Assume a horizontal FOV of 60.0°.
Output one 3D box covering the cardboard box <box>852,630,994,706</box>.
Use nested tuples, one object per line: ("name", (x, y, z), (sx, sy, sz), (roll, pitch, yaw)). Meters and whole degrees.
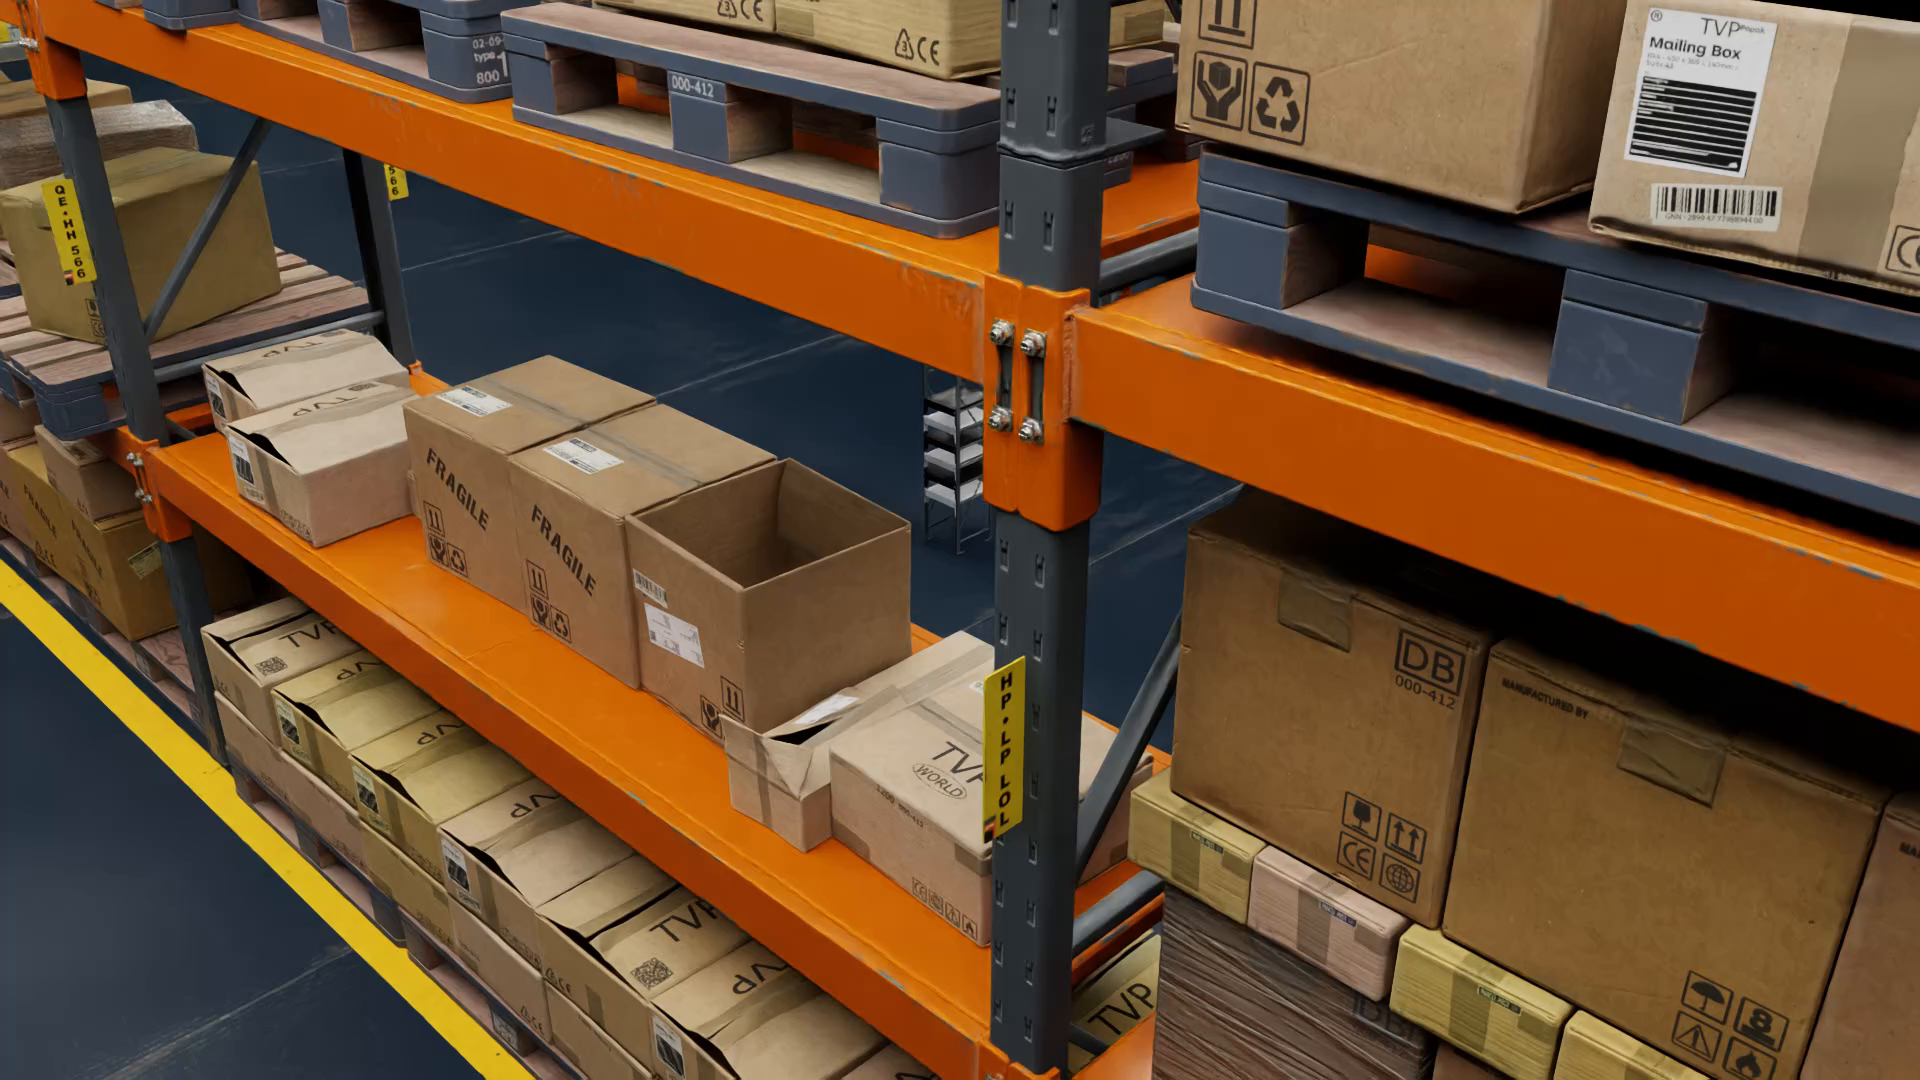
("cardboard box", (-0.041, 0.393, 4.050), (0.250, 0.149, 0.380), (25, 36, 38))

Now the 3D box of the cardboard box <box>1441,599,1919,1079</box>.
("cardboard box", (1.129, 0.327, 2.403), (0.500, 0.500, 0.700), (24, 36, 38))

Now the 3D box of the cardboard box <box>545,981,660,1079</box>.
("cardboard box", (-0.776, 1.298, 4.561), (0.500, 0.250, 0.500), (-24, 36, -38))

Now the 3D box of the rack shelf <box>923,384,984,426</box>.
("rack shelf", (-0.006, -0.610, 7.435), (0.200, 0.077, 0.258), (25, 36, 38))

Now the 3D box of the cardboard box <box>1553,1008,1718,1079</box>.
("cardboard box", (1.055, 0.710, 2.373), (0.250, 0.149, 0.380), (24, 36, 38))

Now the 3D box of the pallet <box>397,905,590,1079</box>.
("pallet", (-0.980, 1.247, 5.151), (1.213, 0.211, 1.003), (25, 36, 38))

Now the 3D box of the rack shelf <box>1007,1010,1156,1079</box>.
("rack shelf", (1.873, 1.610, 2.239), (4.000, 0.370, 1.077), (25, 36, 38))

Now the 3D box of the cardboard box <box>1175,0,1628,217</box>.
("cardboard box", (0.621, -0.729, 1.982), (0.500, 0.500, 0.500), (-22, 35, -35))

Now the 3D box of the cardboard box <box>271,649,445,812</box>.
("cardboard box", (-1.857, 0.553, 5.375), (0.500, 0.311, 0.500), (24, 36, 37))

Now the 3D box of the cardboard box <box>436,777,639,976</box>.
("cardboard box", (-1.128, 0.888, 4.739), (0.500, 0.311, 0.500), (24, 36, 38))

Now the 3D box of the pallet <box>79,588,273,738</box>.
("pallet", (-2.911, 0.311, 6.931), (1.213, 0.211, 1.003), (25, 36, 38))

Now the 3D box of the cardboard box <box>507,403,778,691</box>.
("cardboard box", (-0.822, 0.003, 4.414), (0.500, 0.500, 0.500), (25, 36, 38))

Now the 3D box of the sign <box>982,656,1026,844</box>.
("sign", (0.074, 0.344, 2.713), (0.005, 0.325, 0.100), (25, 36, 38))

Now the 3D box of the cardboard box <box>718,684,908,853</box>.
("cardboard box", (-0.309, 0.472, 3.774), (0.258, 0.266, 0.396), (24, 36, 37))

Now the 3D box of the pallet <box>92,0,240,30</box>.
("pallet", (-1.859, -1.719, 4.776), (1.213, 0.211, 1.003), (-23, 36, -37))

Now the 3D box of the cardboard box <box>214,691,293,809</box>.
("cardboard box", (-2.238, 0.633, 5.827), (0.500, 0.250, 0.500), (24, 36, 38))

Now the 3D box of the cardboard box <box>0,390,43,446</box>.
("cardboard box", (-4.012, -0.664, 7.196), (0.500, 0.250, 0.500), (24, 36, 37))

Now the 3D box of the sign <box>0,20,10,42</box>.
("sign", (-4.871, -2.670, 8.360), (0.005, 0.325, 0.100), (25, 36, 38))

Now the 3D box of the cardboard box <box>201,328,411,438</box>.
("cardboard box", (-2.176, -0.494, 5.562), (0.500, 0.311, 0.500), (-23, 35, -36))

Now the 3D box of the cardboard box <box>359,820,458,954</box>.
("cardboard box", (-1.504, 0.964, 5.196), (0.500, 0.250, 0.500), (23, 36, 37))

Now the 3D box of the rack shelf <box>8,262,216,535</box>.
("rack shelf", (-3.831, -1.001, 7.203), (4.000, 0.370, 1.077), (25, 36, 38))

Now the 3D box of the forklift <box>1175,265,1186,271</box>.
("forklift", (2.433, -3.575, 11.400), (1.130, 2.935, 3.031), (13, 30, 23))

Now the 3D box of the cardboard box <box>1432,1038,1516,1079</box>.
("cardboard box", (1.149, 0.907, 2.695), (0.500, 0.500, 0.700), (24, 36, 38))

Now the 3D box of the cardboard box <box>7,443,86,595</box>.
("cardboard box", (-3.605, -0.151, 7.028), (0.500, 0.500, 0.500), (23, 35, 37))

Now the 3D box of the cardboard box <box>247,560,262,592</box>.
("cardboard box", (-2.907, -0.167, 7.058), (0.500, 0.500, 0.500), (23, 35, 37))

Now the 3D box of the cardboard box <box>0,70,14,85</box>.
("cardboard box", (-4.542, -1.770, 7.334), (0.700, 0.500, 0.500), (-19, 33, -32))

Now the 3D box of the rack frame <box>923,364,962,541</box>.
("rack frame", (-0.078, -0.434, 7.609), (0.006, 0.900, 0.240), (25, 36, 38))

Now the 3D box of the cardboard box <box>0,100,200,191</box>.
("cardboard box", (-3.452, -1.427, 6.681), (0.700, 0.500, 0.500), (-18, 33, -30))

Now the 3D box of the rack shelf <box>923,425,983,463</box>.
("rack shelf", (-0.006, -0.451, 7.519), (0.200, 0.077, 0.258), (25, 36, 38))

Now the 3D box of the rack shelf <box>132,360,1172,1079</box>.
("rack shelf", (-0.979, 0.304, 4.721), (4.000, 0.370, 1.077), (25, 36, 38))

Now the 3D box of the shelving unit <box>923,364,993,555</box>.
("shelving unit", (-0.006, -0.401, 7.546), (0.210, 0.900, 0.258), (25, 36, 38))

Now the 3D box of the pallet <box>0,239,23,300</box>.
("pallet", (-3.795, -1.215, 7.043), (1.213, 0.211, 1.003), (25, 36, 38))

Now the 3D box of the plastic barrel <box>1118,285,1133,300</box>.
("plastic barrel", (0.709, -1.689, 9.619), (0.708, 0.830, 0.600), (25, 36, 38))

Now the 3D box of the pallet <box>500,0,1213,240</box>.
("pallet", (-0.191, -0.888, 3.198), (1.217, 0.209, 0.805), (23, 35, 36))

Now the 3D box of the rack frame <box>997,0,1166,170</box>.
("rack frame", (0.447, -2.017, 1.916), (0.127, 3.000, 1.000), (25, 36, 38))

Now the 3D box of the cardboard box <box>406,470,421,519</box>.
("cardboard box", (-1.456, -0.158, 5.097), (0.380, 0.149, 0.250), (-22, 35, -36))

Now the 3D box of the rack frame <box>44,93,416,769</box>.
("rack frame", (-2.405, -0.667, 5.795), (0.127, 3.000, 1.000), (25, 36, 38))

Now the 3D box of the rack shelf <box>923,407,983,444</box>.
("rack shelf", (-0.006, -0.531, 7.477), (0.200, 0.077, 0.258), (25, 36, 38))

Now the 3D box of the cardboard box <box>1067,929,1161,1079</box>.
("cardboard box", (0.327, 1.204, 4.138), (0.500, 0.311, 0.500), (25, 37, 39))

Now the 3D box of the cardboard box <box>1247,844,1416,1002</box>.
("cardboard box", (0.682, 0.541, 2.694), (0.380, 0.149, 0.250), (-25, 36, -38))

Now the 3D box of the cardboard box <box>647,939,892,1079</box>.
("cardboard box", (-0.418, 1.217, 4.114), (0.500, 0.311, 0.500), (-24, 36, -38))

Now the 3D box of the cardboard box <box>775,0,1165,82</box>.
("cardboard box", (0.014, -1.013, 2.940), (0.500, 0.250, 0.500), (-21, 34, -34))
